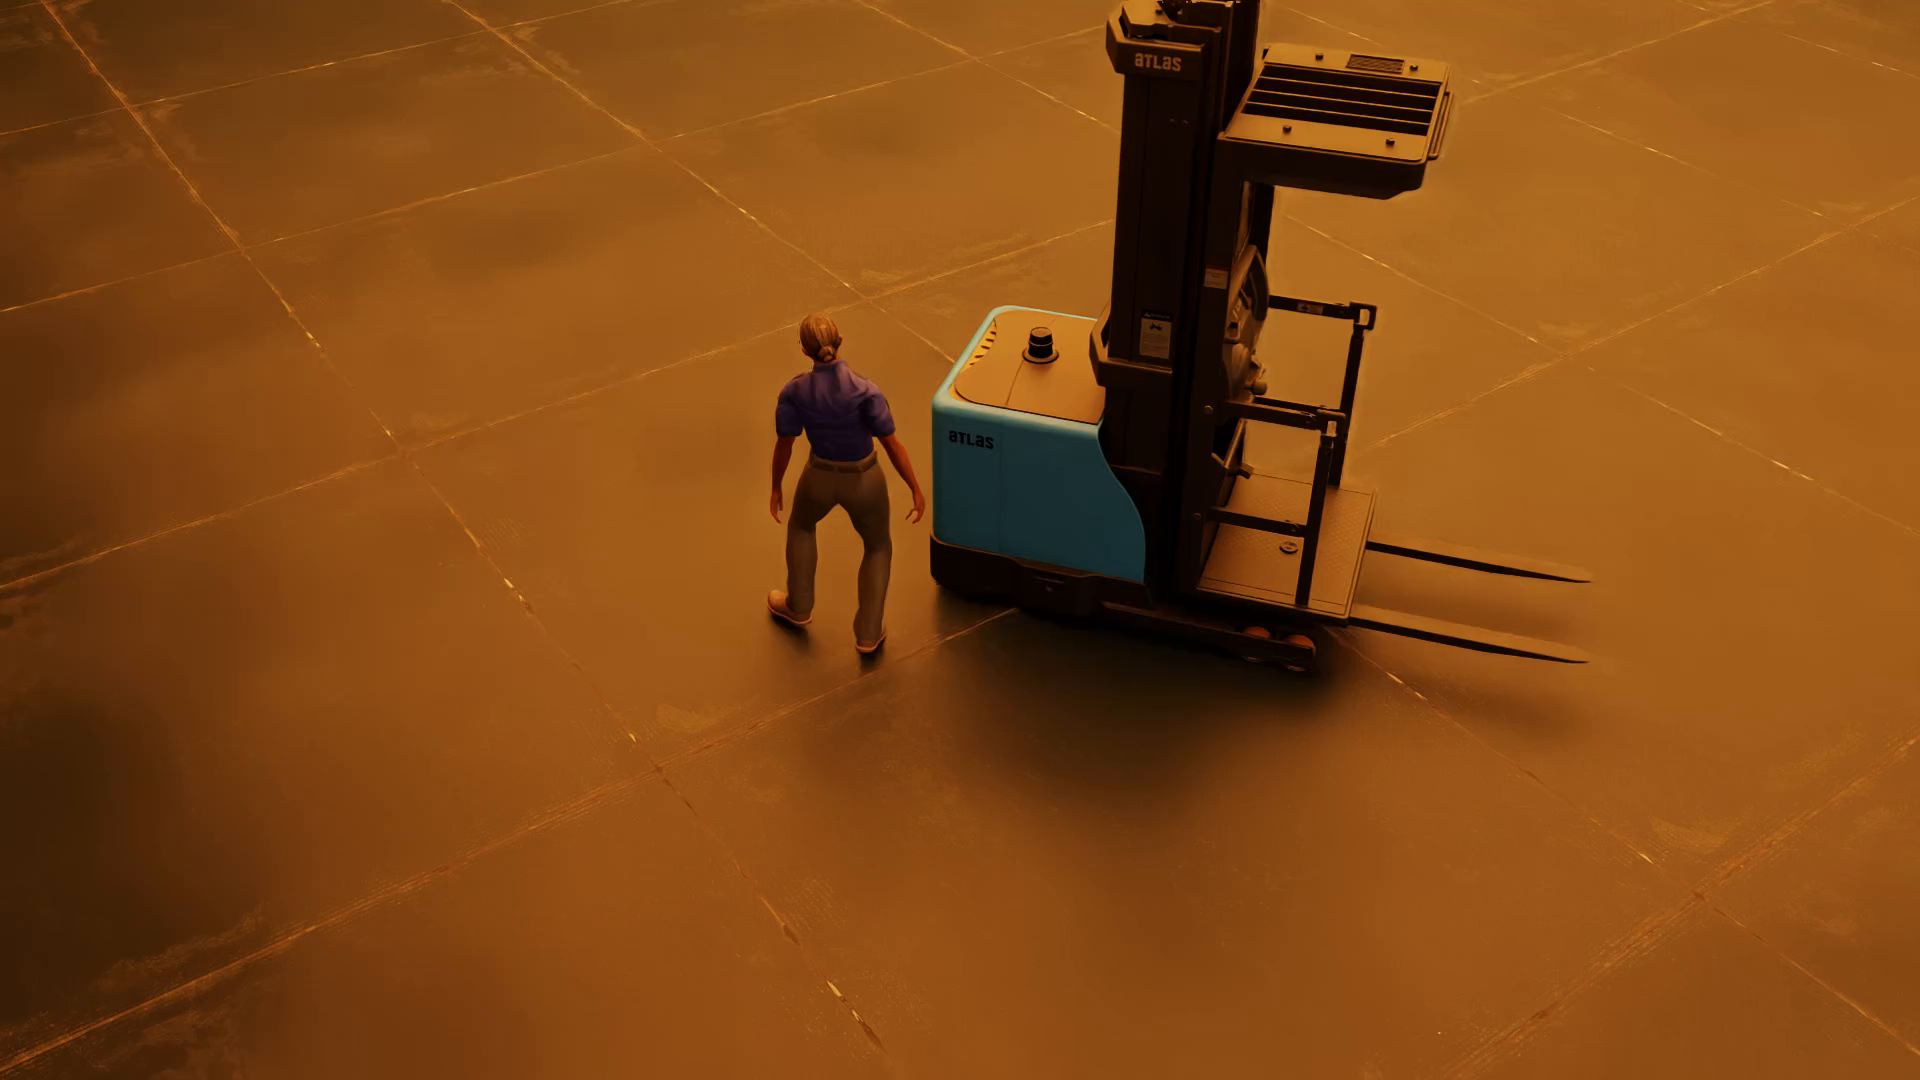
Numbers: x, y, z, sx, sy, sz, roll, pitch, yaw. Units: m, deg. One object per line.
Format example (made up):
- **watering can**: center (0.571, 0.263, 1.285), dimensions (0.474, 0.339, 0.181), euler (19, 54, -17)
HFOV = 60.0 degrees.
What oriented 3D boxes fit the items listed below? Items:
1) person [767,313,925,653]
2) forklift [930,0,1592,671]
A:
- **person**: center (-0.544, -0.232, 7.347), dimensions (0.811, 1.627, 0.414), euler (9, 37, 11)
- **forklift**: center (1.431, -0.936, 7.211), dimensions (3.031, 2.935, 1.130), euler (11, 38, 15)
